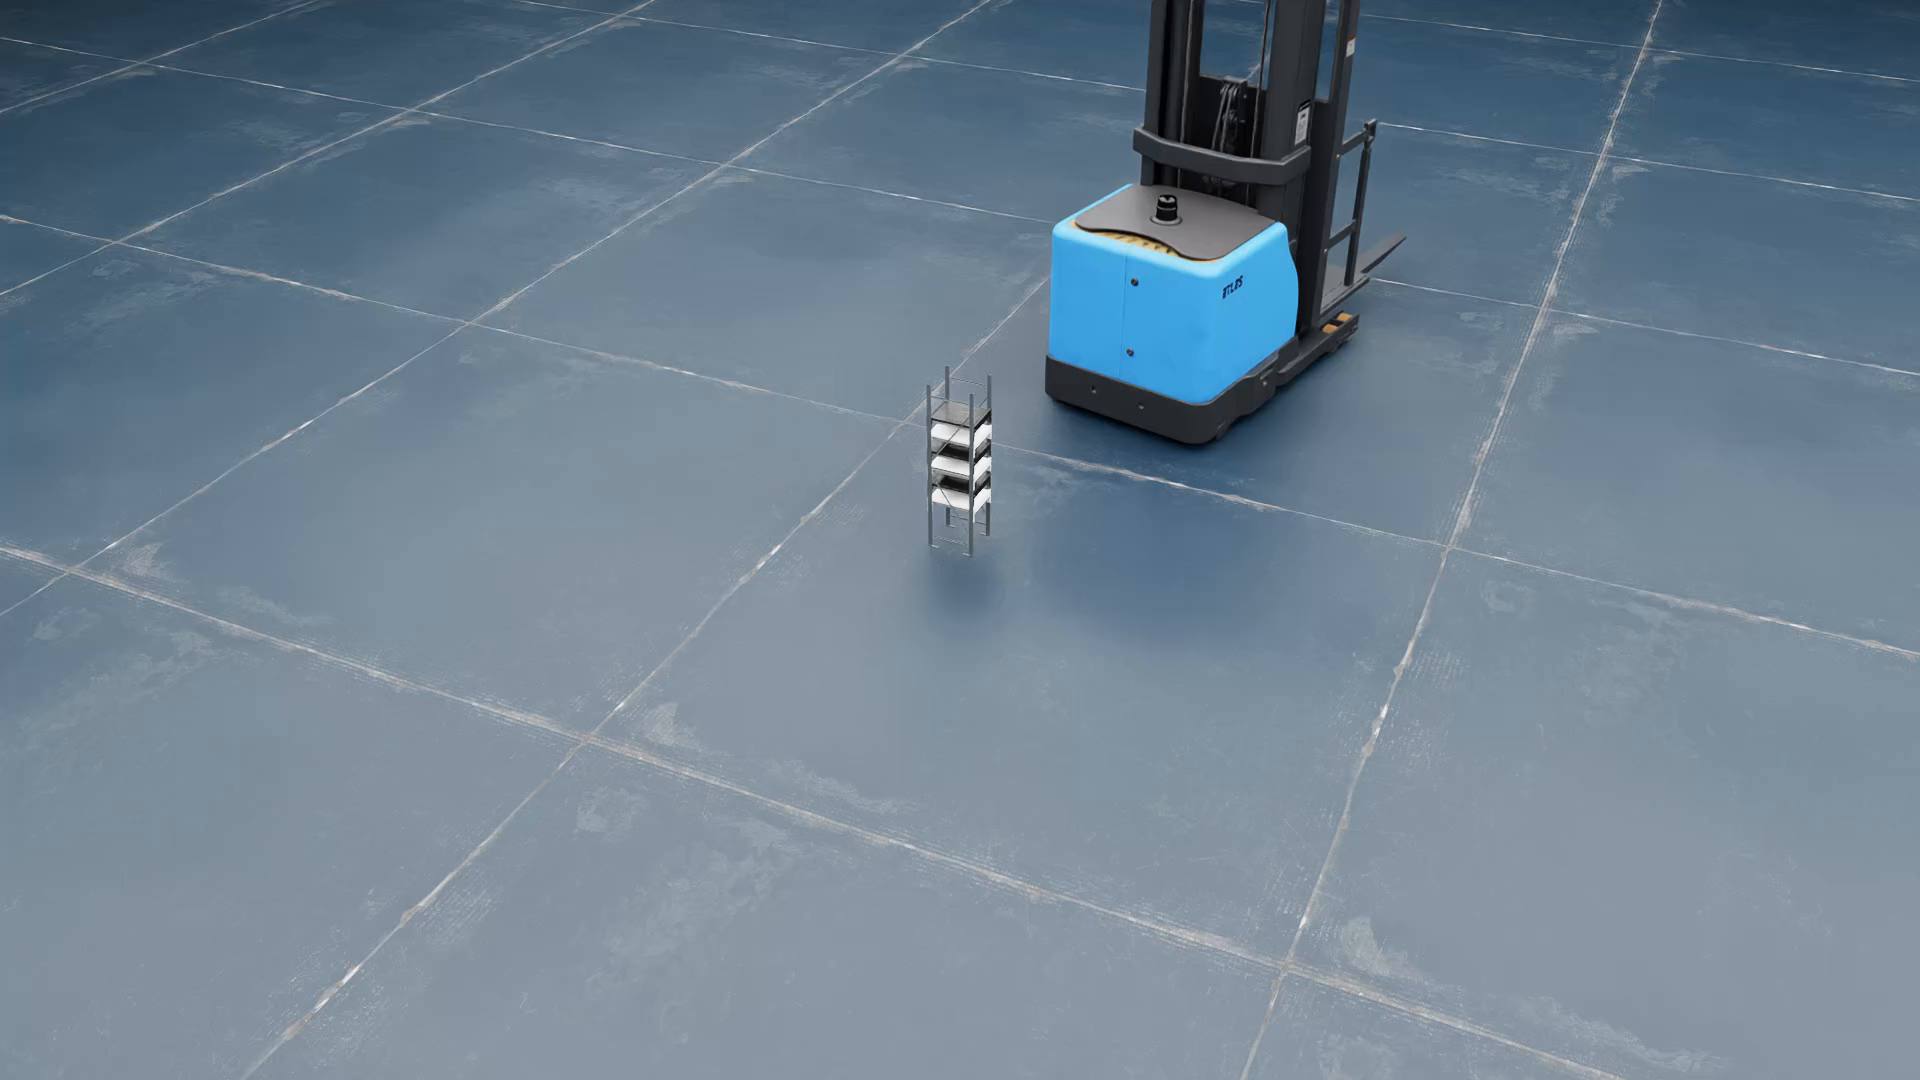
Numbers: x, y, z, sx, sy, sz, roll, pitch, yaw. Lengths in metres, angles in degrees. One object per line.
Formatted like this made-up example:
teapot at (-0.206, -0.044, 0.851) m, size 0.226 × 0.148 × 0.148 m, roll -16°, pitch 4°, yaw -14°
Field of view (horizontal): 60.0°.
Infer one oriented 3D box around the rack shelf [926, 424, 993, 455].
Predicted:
rack shelf at (-0.003, -0.495, 7.917) m, size 0.258 × 0.077 × 0.200 m, roll 14°, pitch 36°, yaw 20°

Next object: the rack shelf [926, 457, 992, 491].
rack shelf at (-0.003, -0.344, 8.015) m, size 0.258 × 0.077 × 0.200 m, roll 14°, pitch 36°, yaw 20°

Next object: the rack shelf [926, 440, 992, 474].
rack shelf at (-0.003, -0.420, 7.966) m, size 0.258 × 0.077 × 0.200 m, roll 14°, pitch 36°, yaw 20°

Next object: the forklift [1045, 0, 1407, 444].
forklift at (1.762, -2.493, 9.379) m, size 1.130 × 2.935 × 3.031 m, roll 22°, pitch 39°, yaw 30°

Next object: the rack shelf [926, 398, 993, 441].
rack shelf at (-0.003, -0.570, 7.867) m, size 0.258 × 0.077 × 0.200 m, roll 14°, pitch 36°, yaw 20°

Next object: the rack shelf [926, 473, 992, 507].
rack shelf at (-0.003, -0.269, 8.065) m, size 0.258 × 0.077 × 0.200 m, roll 14°, pitch 36°, yaw 20°

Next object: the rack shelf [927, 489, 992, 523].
rack shelf at (-0.003, -0.194, 8.114) m, size 0.258 × 0.077 × 0.200 m, roll 14°, pitch 36°, yaw 20°

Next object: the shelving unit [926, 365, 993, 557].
shelving unit at (-0.003, -0.372, 7.997) m, size 0.258 × 0.900 × 0.210 m, roll 14°, pitch 36°, yaw 20°

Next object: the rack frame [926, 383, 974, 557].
rack frame at (-0.046, -0.322, 7.920) m, size 0.240 × 0.900 × 0.006 m, roll 14°, pitch 36°, yaw 20°

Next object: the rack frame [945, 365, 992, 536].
rack frame at (0.039, -0.423, 8.074) m, size 0.240 × 0.900 × 0.006 m, roll 14°, pitch 36°, yaw 20°
